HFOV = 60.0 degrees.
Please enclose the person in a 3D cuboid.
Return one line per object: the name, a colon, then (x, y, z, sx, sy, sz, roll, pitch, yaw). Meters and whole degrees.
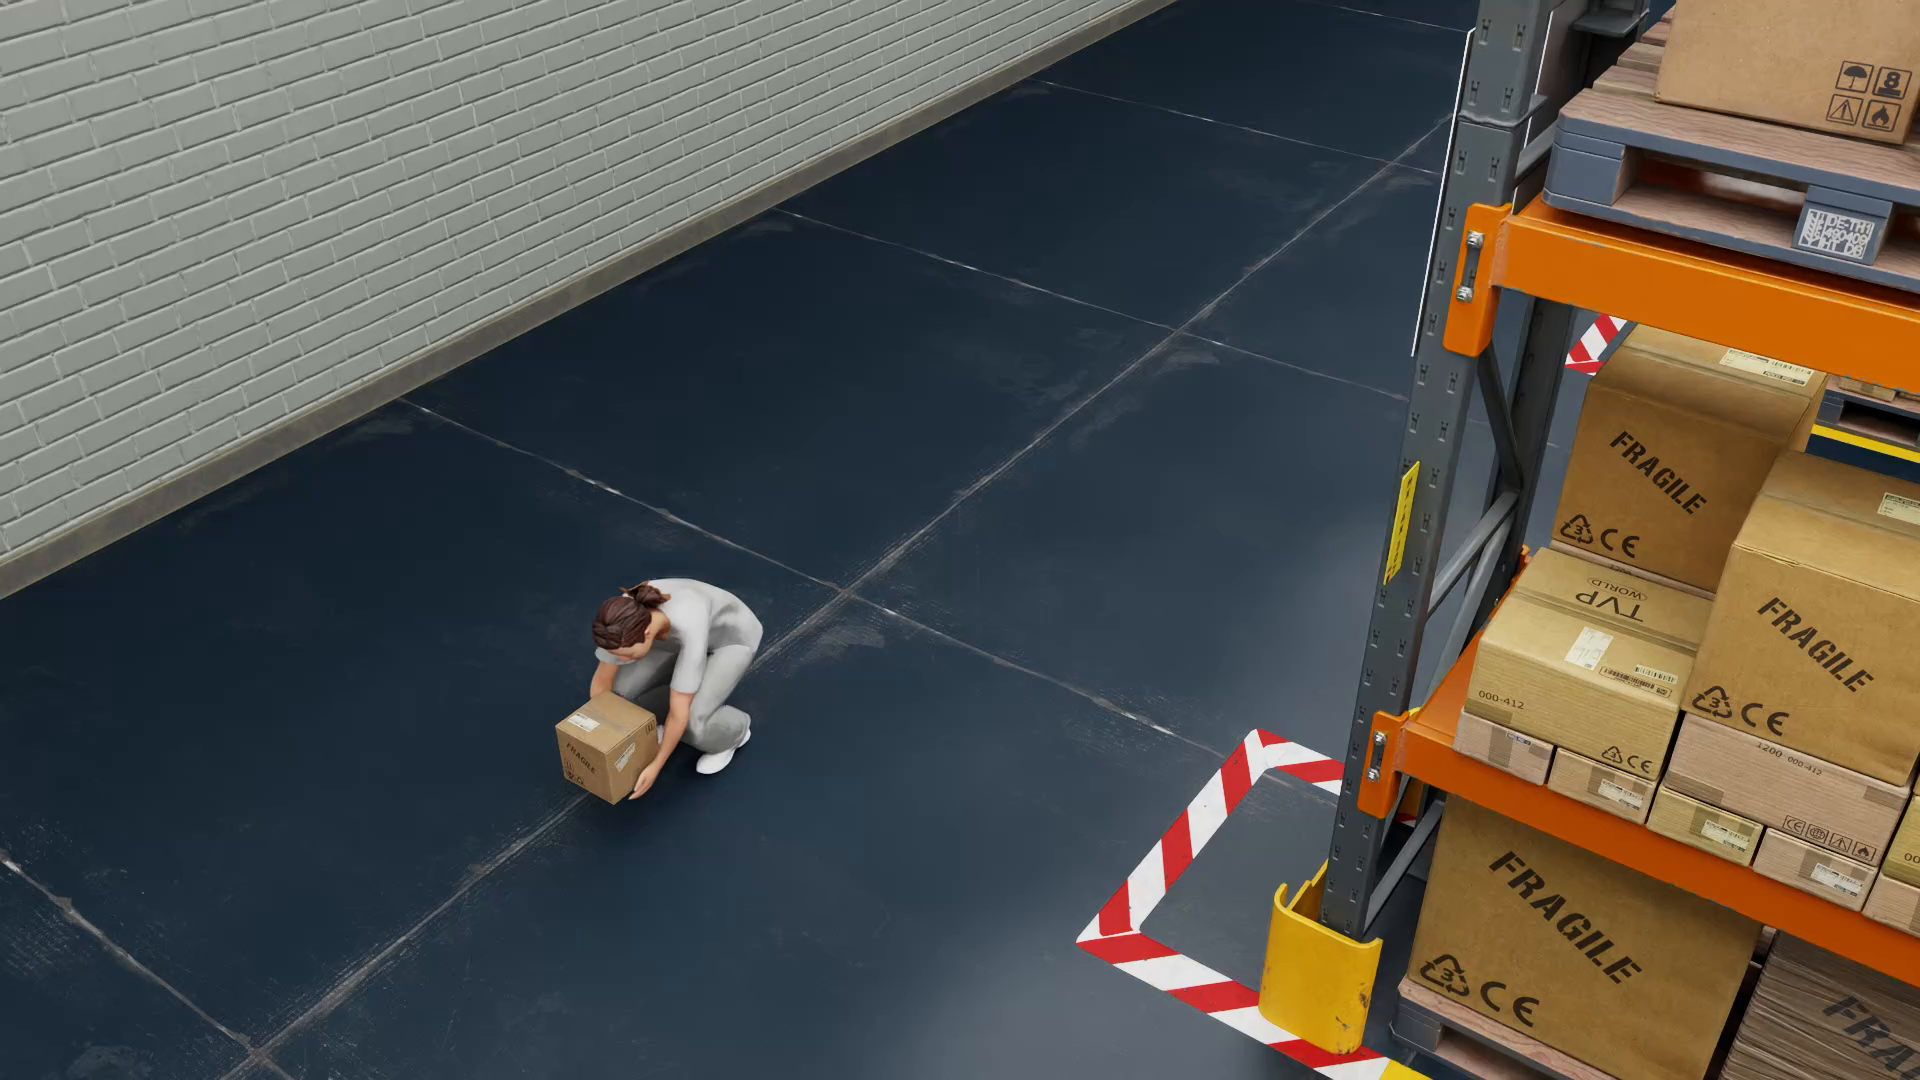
person: (-1.045, 0.470, 6.112, 0.464, 0.946, 0.802, 22, 40, 28)
